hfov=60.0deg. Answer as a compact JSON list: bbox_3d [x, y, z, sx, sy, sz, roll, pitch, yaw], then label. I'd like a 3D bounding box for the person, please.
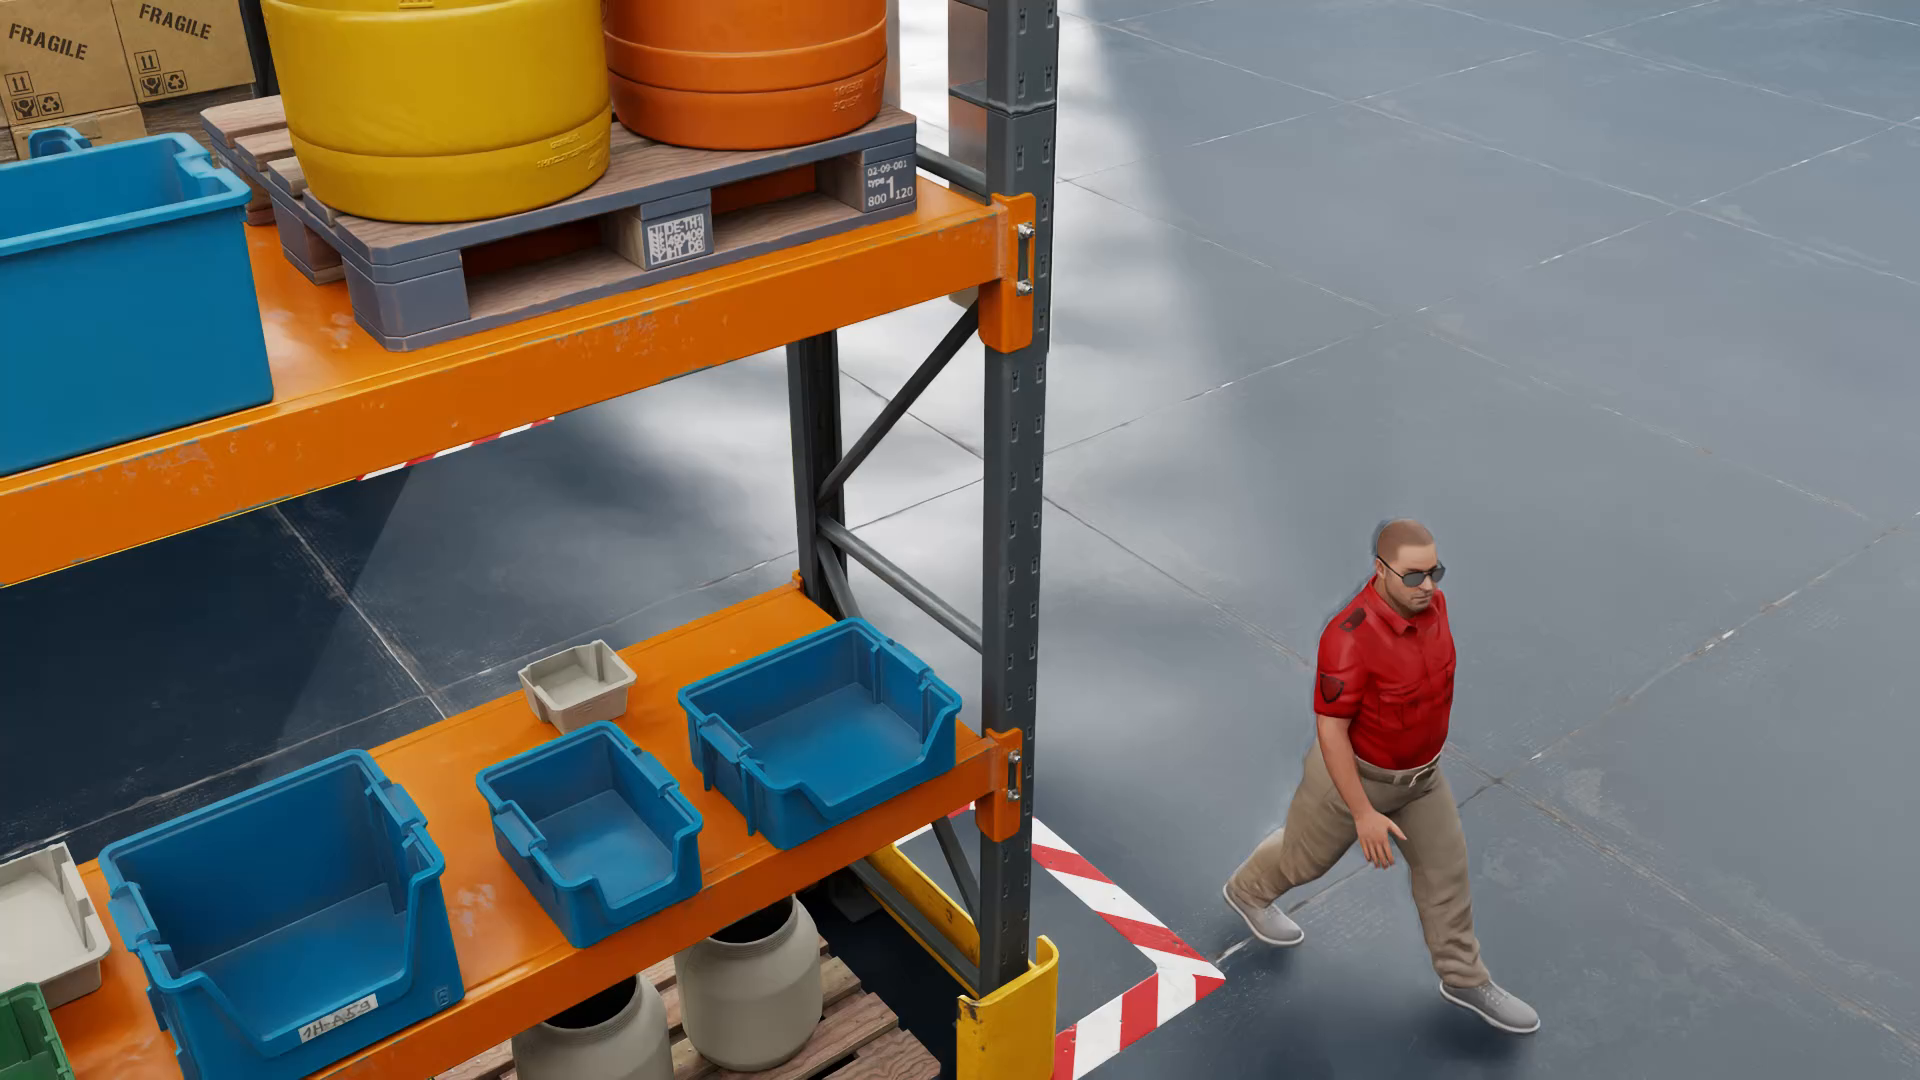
[{"bbox_3d":[1.305,0.716,4.993,0.571,1.659,1.038,-22,38,-31],"label":"person"}]
